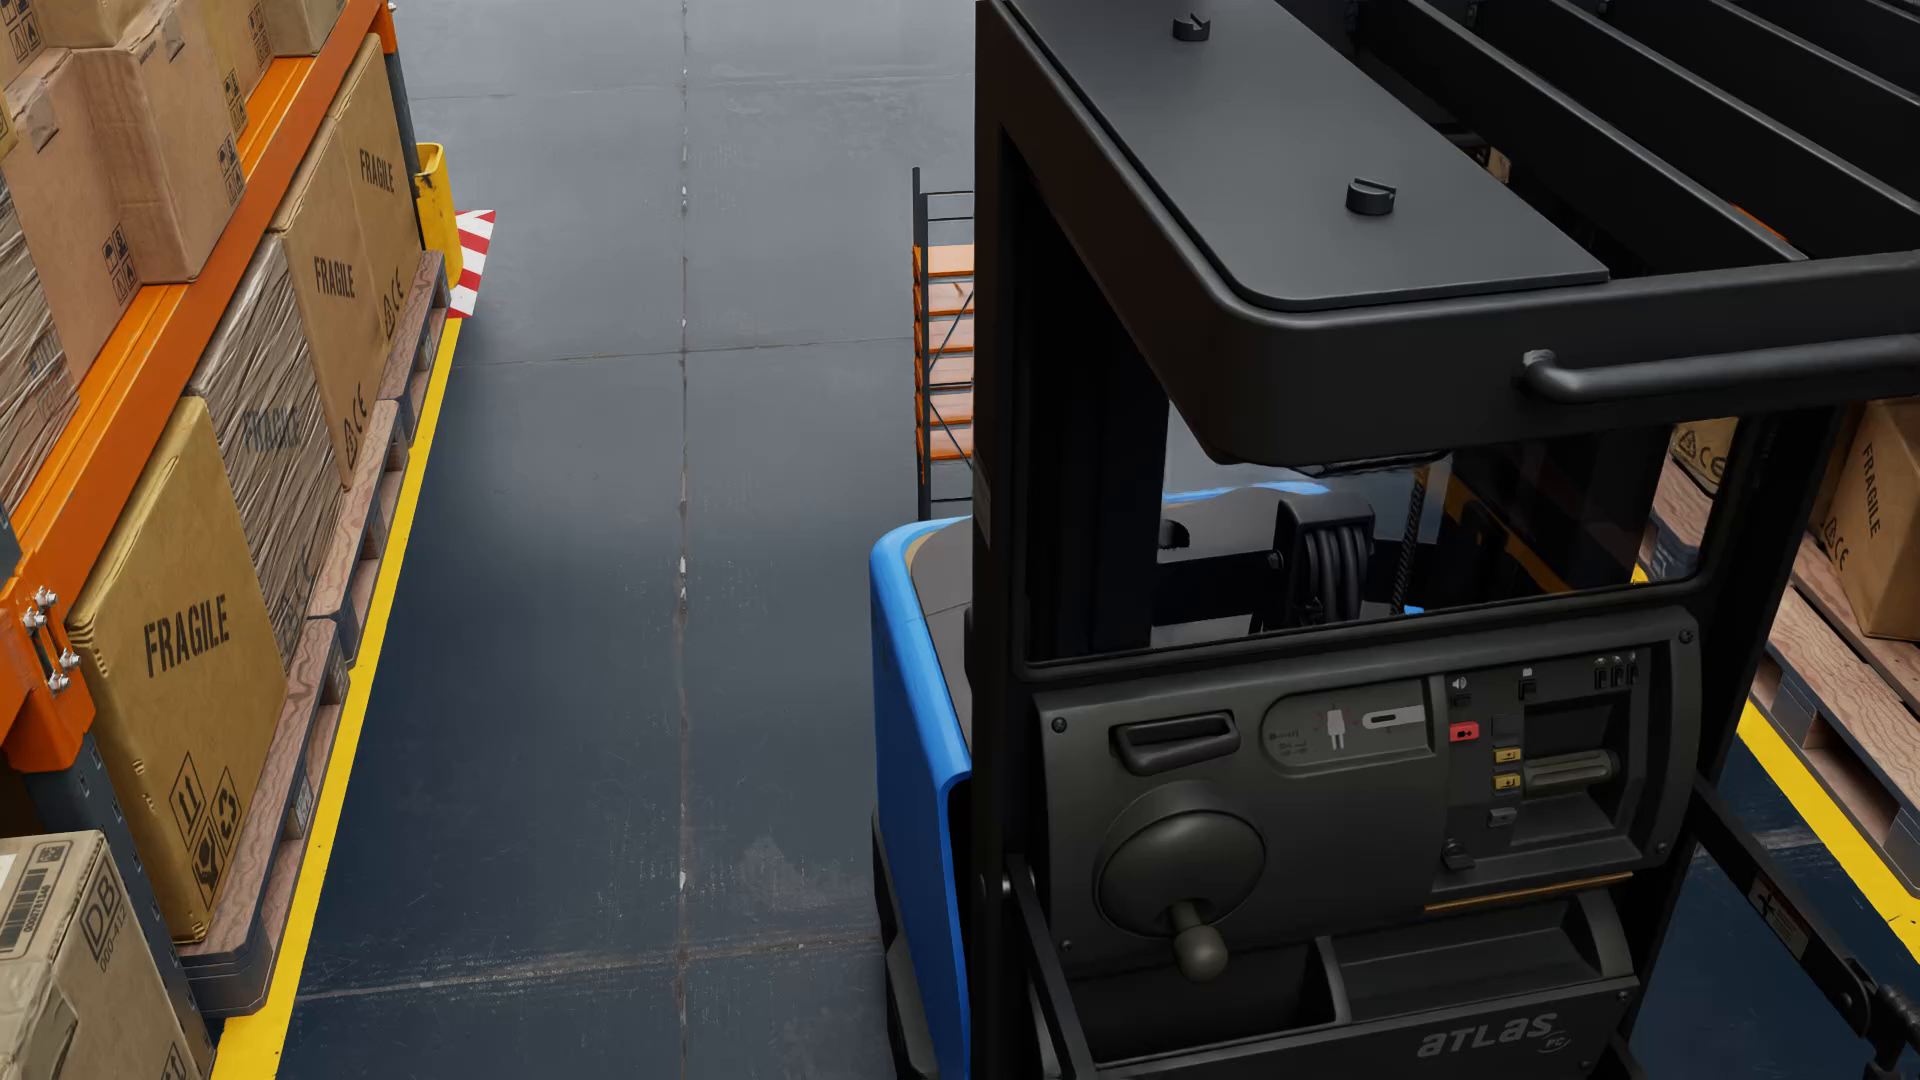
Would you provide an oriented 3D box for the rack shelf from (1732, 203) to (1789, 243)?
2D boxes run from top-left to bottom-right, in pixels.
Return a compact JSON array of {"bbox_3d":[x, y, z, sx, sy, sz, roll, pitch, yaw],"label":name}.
[{"bbox_3d":[2.560,-1.188,4.969,1.077,0.370,4.000,-4,35,-6],"label":"rack shelf"}]

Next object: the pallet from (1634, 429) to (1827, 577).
[{"bbox_3d":[2.536,-0.271,5.461,1.003,0.211,1.213,-4,35,-6],"label":"pallet"}]

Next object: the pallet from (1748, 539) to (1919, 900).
[{"bbox_3d":[2.704,0.411,4.460,1.003,0.211,1.213,-4,35,-6],"label":"pallet"}]

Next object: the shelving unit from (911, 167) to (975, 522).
[{"bbox_3d":[-0.002,-0.504,4.924,0.258,1.200,0.189,-4,35,-6],"label":"shelving unit"}]

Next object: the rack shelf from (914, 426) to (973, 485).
[{"bbox_3d":[-0.002,-0.269,5.084,0.258,0.103,0.180,-4,35,-6],"label":"rack shelf"}]

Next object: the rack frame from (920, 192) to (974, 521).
[{"bbox_3d":[0.010,-0.453,4.849,0.240,1.200,0.006,-4,35,-6],"label":"rack frame"}]

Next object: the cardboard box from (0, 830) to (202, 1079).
[{"bbox_3d":[-1.927,1.046,2.677,1.050,0.750,0.750,-5,35,-7],"label":"cardboard box"}]

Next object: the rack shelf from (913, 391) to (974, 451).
[{"bbox_3d":[-0.002,-0.368,5.017,0.258,0.103,0.180,-4,35,-6],"label":"rack shelf"}]

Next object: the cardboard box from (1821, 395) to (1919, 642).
[{"bbox_3d":[2.730,-0.055,4.514,0.500,0.500,0.500,6,35,9],"label":"cardboard box"}]

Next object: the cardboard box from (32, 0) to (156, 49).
[{"bbox_3d":[-2.241,-1.377,3.514,0.875,0.550,0.550,-4,35,-6],"label":"cardboard box"}]

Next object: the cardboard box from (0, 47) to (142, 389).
[{"bbox_3d":[-2.257,-0.622,3.366,0.875,0.550,0.550,-4,35,-6],"label":"cardboard box"}]

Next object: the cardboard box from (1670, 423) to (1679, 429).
[{"bbox_3d":[2.538,-0.711,5.476,0.500,0.500,0.500,-1,34,-2],"label":"cardboard box"}]

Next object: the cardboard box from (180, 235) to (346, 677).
[{"bbox_3d":[-2.240,-0.205,4.400,0.875,0.875,0.875,-4,34,-6],"label":"cardboard box"}]

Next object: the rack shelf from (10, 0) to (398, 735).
[{"bbox_3d":[-2.369,-0.869,4.500,1.077,0.370,4.000,-4,35,-6],"label":"rack shelf"}]

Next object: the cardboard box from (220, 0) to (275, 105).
[{"bbox_3d":[-2.496,-1.513,4.674,0.875,0.550,0.550,-4,35,-6],"label":"cardboard box"}]

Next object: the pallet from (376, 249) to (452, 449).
[{"bbox_3d":[-2.452,-0.690,6.075,1.003,0.211,1.213,-4,35,-6],"label":"pallet"}]

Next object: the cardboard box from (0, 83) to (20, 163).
[{"bbox_3d":[-2.115,-0.767,2.619,0.875,0.550,0.550,-4,35,-6],"label":"cardboard box"}]

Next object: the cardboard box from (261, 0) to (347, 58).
[{"bbox_3d":[-2.447,-1.835,5.146,0.875,0.550,0.550,-4,35,-6],"label":"cardboard box"}]

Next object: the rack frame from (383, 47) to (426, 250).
[{"bbox_3d":[-2.638,-2.282,5.935,1.000,3.000,0.127,-4,35,-6],"label":"rack frame"}]

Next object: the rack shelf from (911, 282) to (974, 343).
[{"bbox_3d":[-0.002,-0.665,4.814,0.258,0.103,0.180,-4,35,-6],"label":"rack shelf"}]

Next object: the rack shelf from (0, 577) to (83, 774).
[{"bbox_3d":[-1.831,1.363,1.225,1.077,0.370,4.000,-4,35,-6],"label":"rack shelf"}]

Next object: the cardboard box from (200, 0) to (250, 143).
[{"bbox_3d":[-2.384,-1.221,4.244,0.875,0.550,0.500,-4,35,-6],"label":"cardboard box"}]

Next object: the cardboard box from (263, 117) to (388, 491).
[{"bbox_3d":[-2.360,-0.713,5.147,0.875,0.875,0.875,-5,35,-7],"label":"cardboard box"}]

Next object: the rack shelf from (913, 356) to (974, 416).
[{"bbox_3d":[-0.002,-0.467,4.949,0.258,0.103,0.180,-4,35,-6],"label":"rack shelf"}]

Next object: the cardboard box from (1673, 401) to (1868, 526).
[{"bbox_3d":[2.569,-0.396,5.014,0.500,0.500,0.500,-7,35,-11],"label":"cardboard box"}]

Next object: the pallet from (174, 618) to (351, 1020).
[{"bbox_3d":[-2.124,0.672,4.077,1.003,0.211,1.213,-4,35,-6],"label":"pallet"}]

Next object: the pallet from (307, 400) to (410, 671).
[{"bbox_3d":[-2.292,-0.010,5.078,1.003,0.211,1.213,-4,35,-6],"label":"pallet"}]

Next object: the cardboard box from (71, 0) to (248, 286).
[{"bbox_3d":[-2.213,-0.932,3.822,0.875,0.550,0.550,-4,35,-6],"label":"cardboard box"}]

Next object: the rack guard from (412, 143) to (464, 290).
[{"bbox_3d":[-2.641,-1.263,6.659,1.175,0.500,0.348,-4,35,-6],"label":"rack guard"}]

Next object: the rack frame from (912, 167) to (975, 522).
[{"bbox_3d":[-0.014,-0.555,4.999,0.240,1.200,0.006,-4,35,-6],"label":"rack frame"}]

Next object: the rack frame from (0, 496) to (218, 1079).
[{"bbox_3d":[-2.100,-0.050,2.660,1.000,3.000,0.127,-4,35,-6],"label":"rack frame"}]

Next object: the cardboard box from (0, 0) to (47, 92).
[{"bbox_3d":[-2.304,-1.065,3.057,0.875,0.550,0.550,-4,35,-6],"label":"cardboard box"}]

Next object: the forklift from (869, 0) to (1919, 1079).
[{"bbox_3d":[0.608,0.401,2.059,1.130,2.935,3.031,-7,35,-10],"label":"forklift"}]

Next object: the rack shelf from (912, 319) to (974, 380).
[{"bbox_3d":[-0.002,-0.566,4.881,0.258,0.103,0.180,-4,35,-6],"label":"rack shelf"}]

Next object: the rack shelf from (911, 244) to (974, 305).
[{"bbox_3d":[-0.002,-0.765,4.746,0.258,0.103,0.180,-4,35,-6],"label":"rack shelf"}]

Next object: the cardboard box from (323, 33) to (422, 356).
[{"bbox_3d":[-2.481,-1.204,5.867,0.875,0.875,0.875,-4,34,-6],"label":"cardboard box"}]

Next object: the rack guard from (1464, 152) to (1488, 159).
[{"bbox_3d":[2.301,-1.526,7.045,1.175,0.500,0.348,-4,35,-6],"label":"rack guard"}]

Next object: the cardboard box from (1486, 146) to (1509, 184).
[{"bbox_3d":[2.358,-1.392,6.476,0.500,0.500,0.500,2,34,2],"label":"cardboard box"}]

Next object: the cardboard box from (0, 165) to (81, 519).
[{"bbox_3d":[-2.161,-0.317,2.918,0.875,0.550,0.550,-4,35,-6],"label":"cardboard box"}]

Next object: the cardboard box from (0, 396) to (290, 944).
[{"bbox_3d":[-2.115,0.298,3.663,0.875,0.875,0.875,-4,34,-6],"label":"cardboard box"}]
